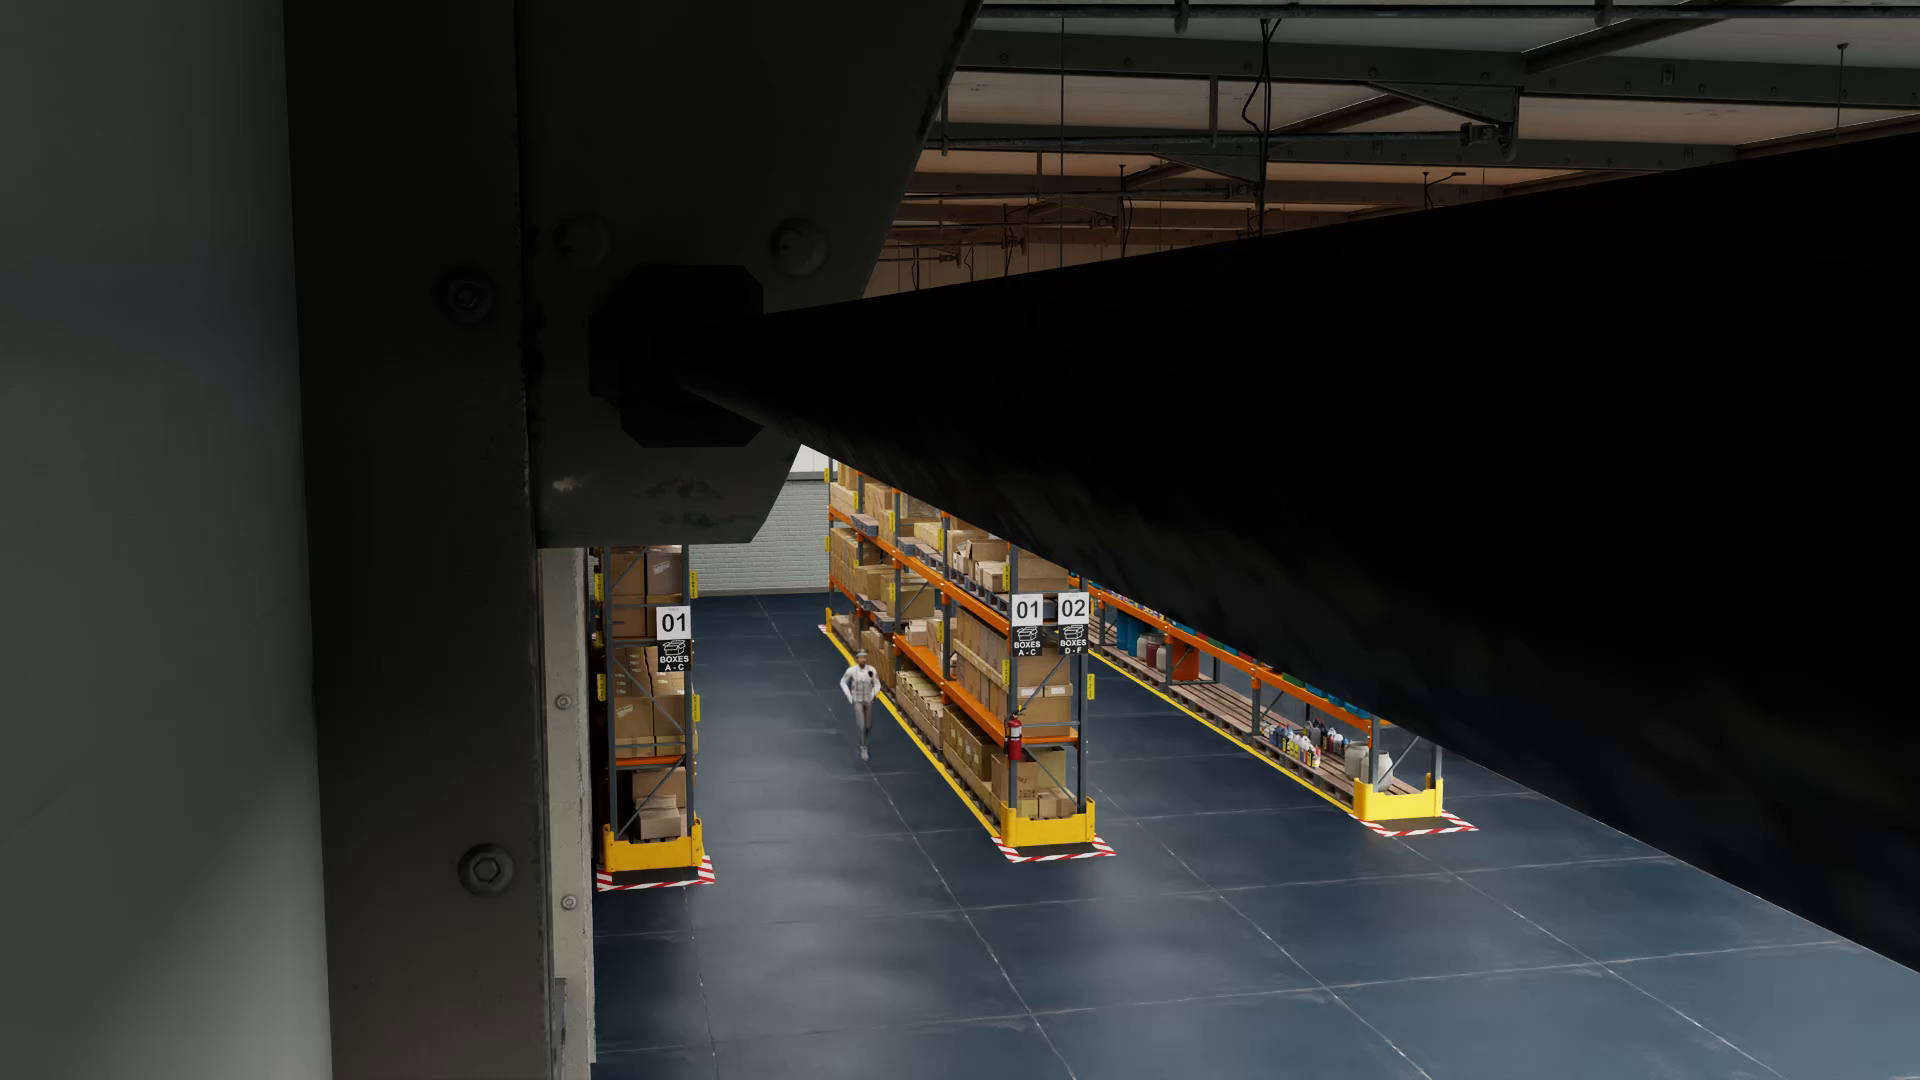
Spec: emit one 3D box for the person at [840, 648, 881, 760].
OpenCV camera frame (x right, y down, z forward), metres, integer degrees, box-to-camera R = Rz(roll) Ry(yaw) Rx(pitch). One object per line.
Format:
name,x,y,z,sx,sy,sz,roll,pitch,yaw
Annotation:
person,-1.511,2.479,25.492,0.625,1.687,0.669,-2,7,-14
